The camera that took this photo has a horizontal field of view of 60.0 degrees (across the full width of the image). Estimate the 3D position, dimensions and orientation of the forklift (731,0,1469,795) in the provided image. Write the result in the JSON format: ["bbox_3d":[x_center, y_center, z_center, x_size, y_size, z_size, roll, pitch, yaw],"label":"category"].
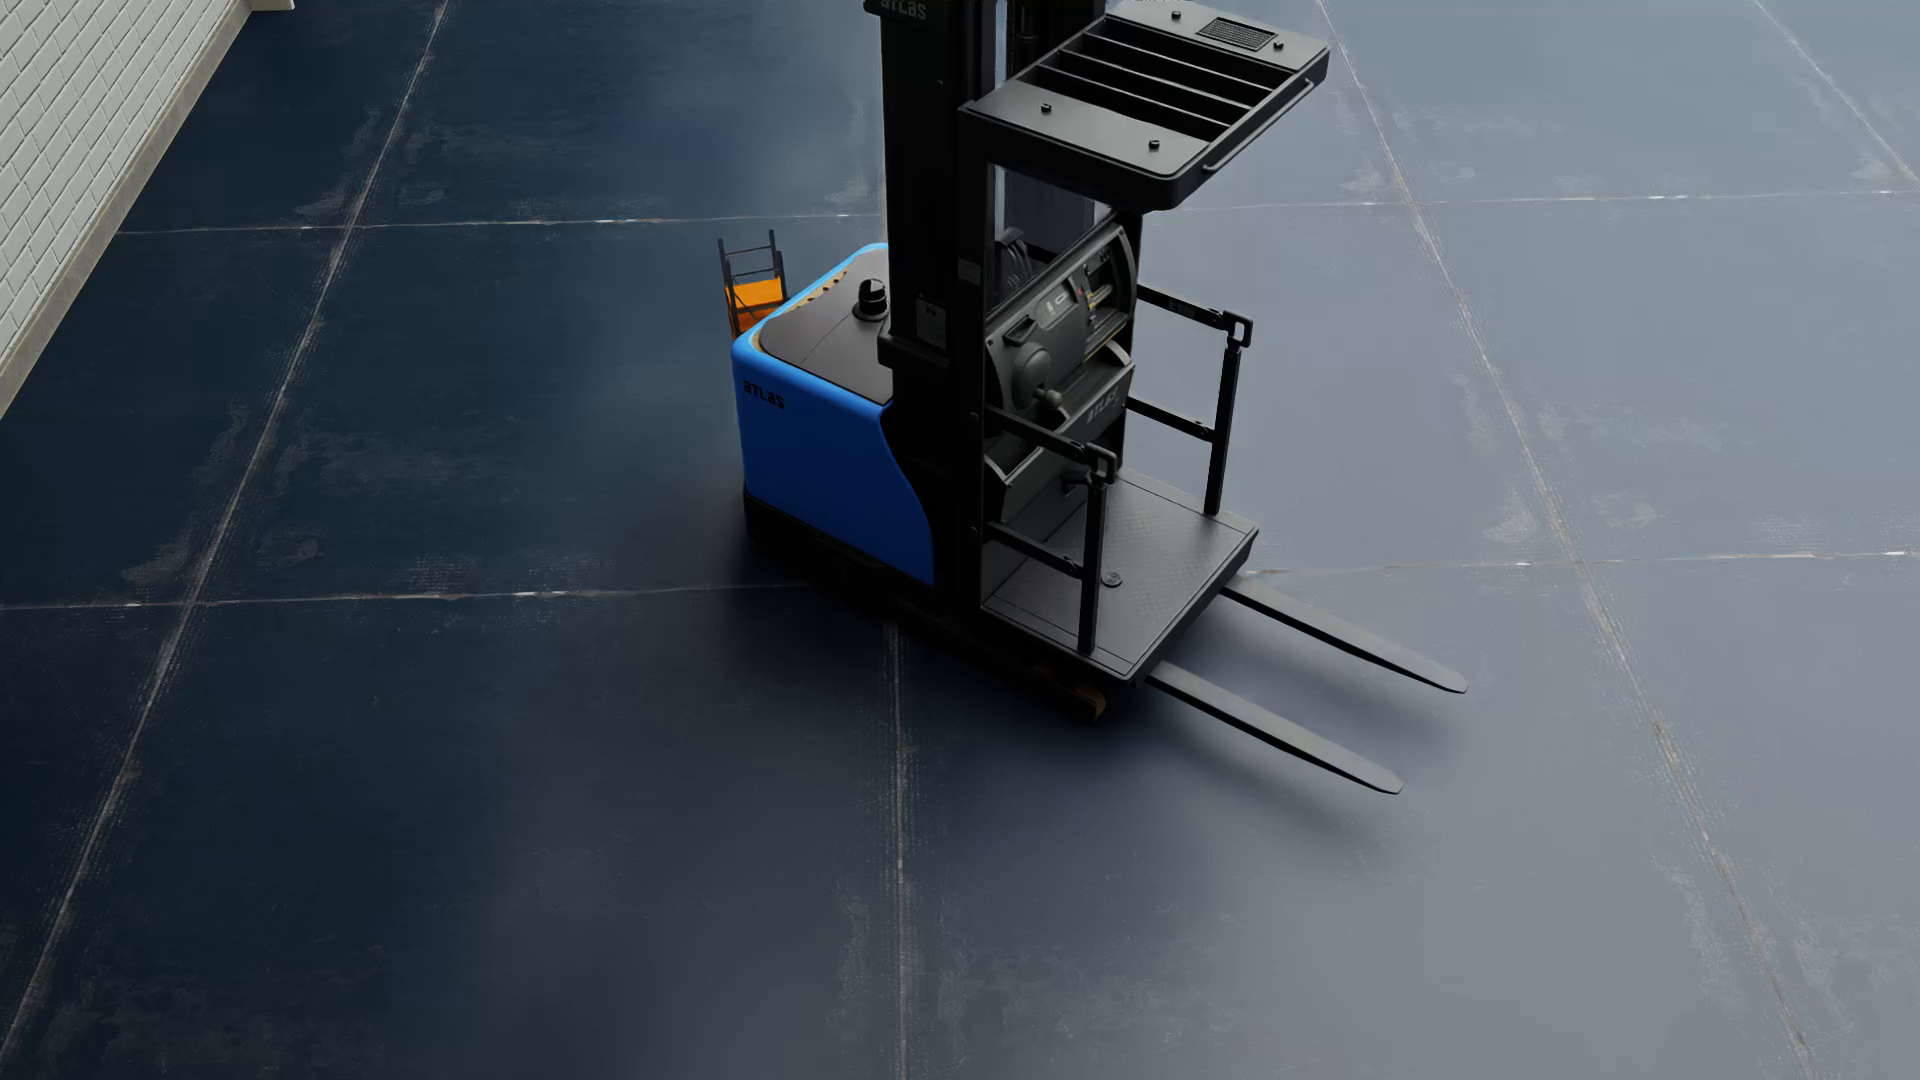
[{"bbox_3d":[0.555,-0.766,6.066,3.031,2.935,1.130,26,48,25],"label":"forklift"}]

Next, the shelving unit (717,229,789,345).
[{"bbox_3d":[-0.858,-0.786,7.359,0.258,1.200,0.189,-12,42,-10],"label":"shelving unit"}]

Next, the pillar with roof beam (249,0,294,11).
[{"bbox_3d":[-0.416,-7.188,8.582,9.100,9.000,0.400,-2,43,-2],"label":"pillar with roof beam"}]

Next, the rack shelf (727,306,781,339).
[{"bbox_3d":[-0.866,-0.933,7.230,0.258,0.103,0.180,-12,42,-10],"label":"rack shelf"}]

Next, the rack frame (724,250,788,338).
[{"bbox_3d":[-0.834,-0.729,7.292,0.240,1.200,0.006,-12,42,-10],"label":"rack frame"}]

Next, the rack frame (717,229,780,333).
[{"bbox_3d":[-0.882,-0.844,7.426,0.240,1.200,0.006,-12,42,-10],"label":"rack frame"}]

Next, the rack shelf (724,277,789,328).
[{"bbox_3d":[-0.871,-1.024,7.151,0.258,0.103,0.180,-12,42,-10],"label":"rack shelf"}]

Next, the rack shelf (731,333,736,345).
[{"bbox_3d":[-0.861,-0.843,7.309,0.258,0.103,0.180,-12,42,-10],"label":"rack shelf"}]
